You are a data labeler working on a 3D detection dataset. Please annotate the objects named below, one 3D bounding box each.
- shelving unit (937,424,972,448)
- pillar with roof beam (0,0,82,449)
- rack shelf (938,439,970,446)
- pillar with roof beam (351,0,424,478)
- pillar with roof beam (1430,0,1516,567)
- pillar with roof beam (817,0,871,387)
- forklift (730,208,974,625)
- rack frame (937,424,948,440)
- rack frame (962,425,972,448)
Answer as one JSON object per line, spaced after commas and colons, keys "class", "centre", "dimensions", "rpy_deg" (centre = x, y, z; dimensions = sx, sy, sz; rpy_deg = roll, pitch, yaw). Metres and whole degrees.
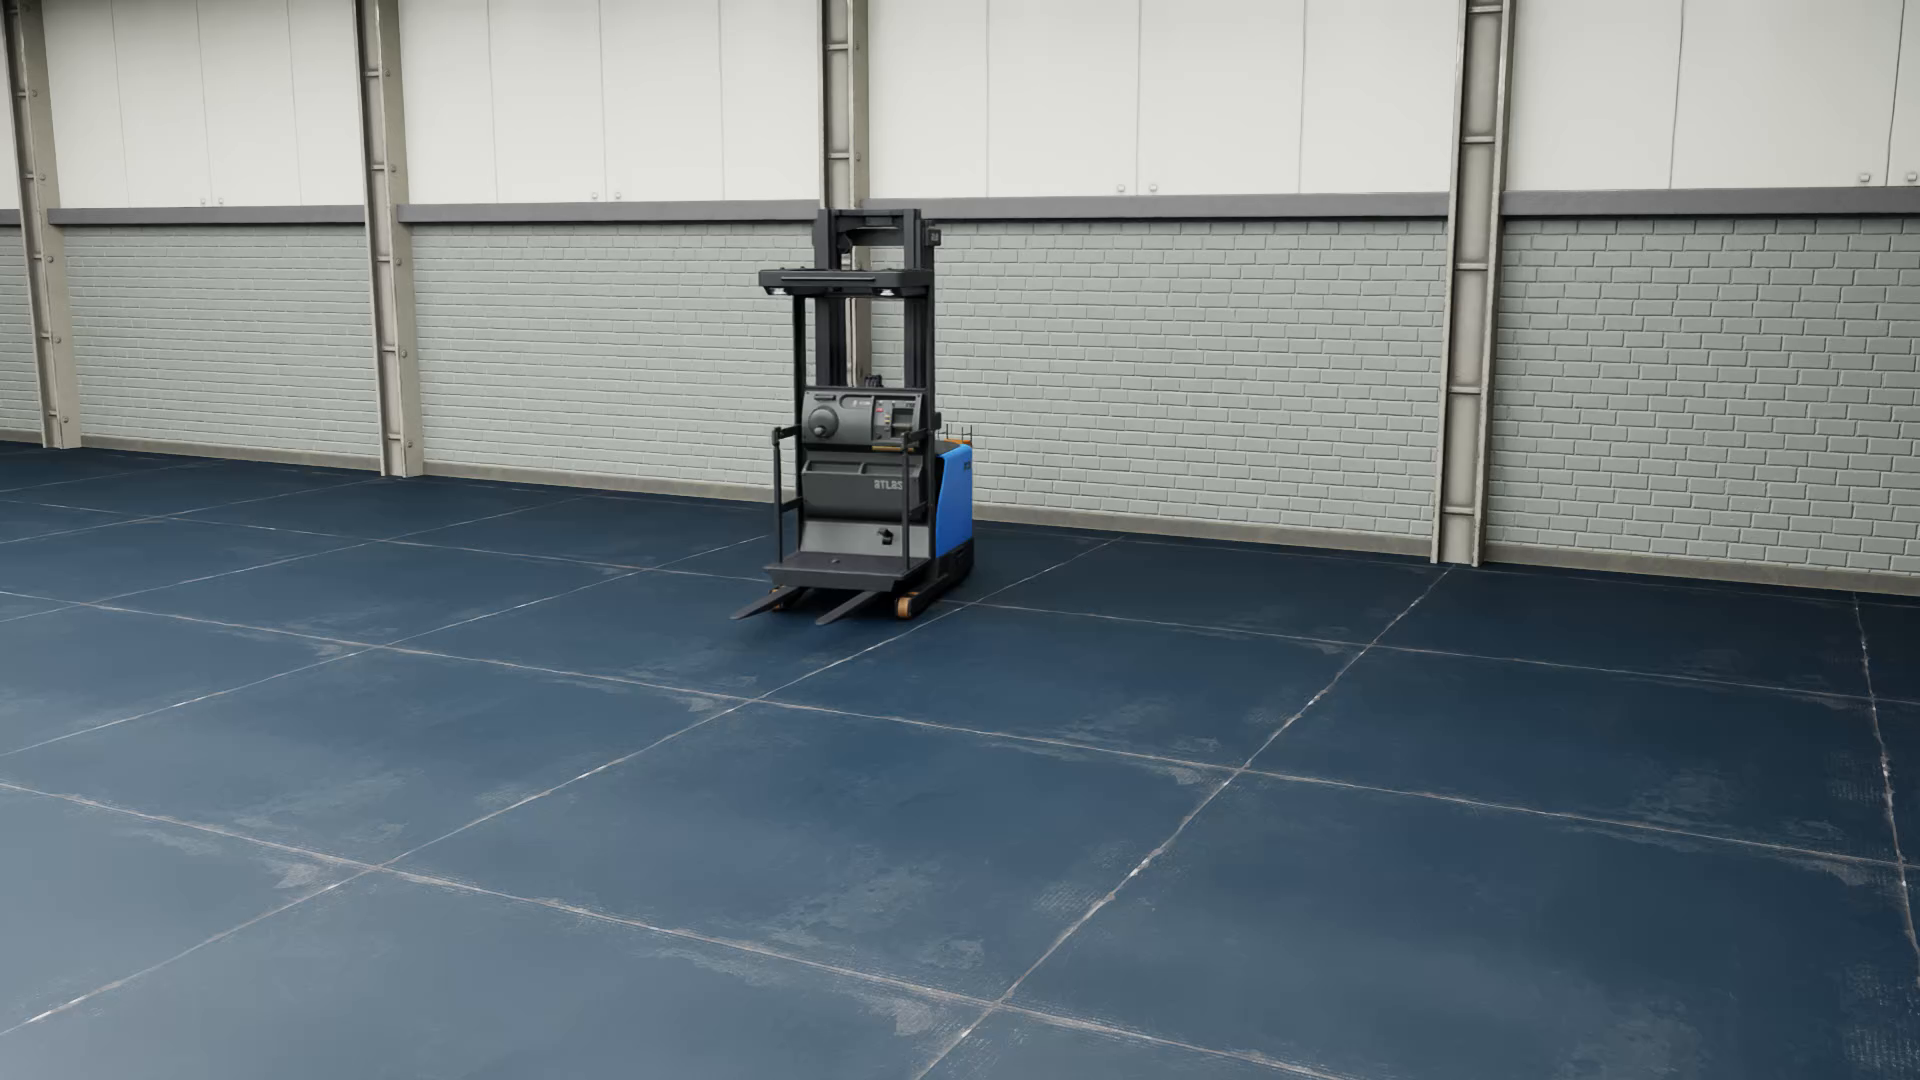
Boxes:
{"class": "shelving unit", "centre": [-0.048, -0.521, 15.160], "dimensions": [0.252, 1.050, 0.215], "rpy_deg": [5, 11, 26]}
{"class": "pillar with roof beam", "centre": [-13.795, -4.975, 17.449], "dimensions": [0.400, 9.000, 9.100], "rpy_deg": [5, 11, 26]}
{"class": "rack shelf", "centre": [-0.048, -0.790, 15.111], "dimensions": [0.240, 0.259, 0.215], "rpy_deg": [5, 11, 26]}
{"class": "pillar with roof beam", "centre": [-8.414, -4.502, 14.837], "dimensions": [0.400, 9.000, 9.100], "rpy_deg": [5, 11, 26]}
{"class": "pillar with roof beam", "centre": [2.347, -3.556, 9.612], "dimensions": [0.400, 9.000, 9.100], "rpy_deg": [5, 11, 26]}
{"class": "pillar with roof beam", "centre": [-3.033, -4.029, 12.225], "dimensions": [0.400, 9.000, 9.100], "rpy_deg": [5, 11, 26]}
{"class": "forklift", "centre": [-0.791, -0.944, 12.218], "dimensions": [1.130, 2.935, 3.031], "rpy_deg": [3, 11, 16]}
{"class": "rack frame", "centre": [-0.157, -0.530, 15.213], "dimensions": [0.008, 1.050, 0.200], "rpy_deg": [5, 11, 26]}
{"class": "rack frame", "centre": [0.061, -0.511, 15.107], "dimensions": [0.008, 1.050, 0.200], "rpy_deg": [5, 11, 26]}
